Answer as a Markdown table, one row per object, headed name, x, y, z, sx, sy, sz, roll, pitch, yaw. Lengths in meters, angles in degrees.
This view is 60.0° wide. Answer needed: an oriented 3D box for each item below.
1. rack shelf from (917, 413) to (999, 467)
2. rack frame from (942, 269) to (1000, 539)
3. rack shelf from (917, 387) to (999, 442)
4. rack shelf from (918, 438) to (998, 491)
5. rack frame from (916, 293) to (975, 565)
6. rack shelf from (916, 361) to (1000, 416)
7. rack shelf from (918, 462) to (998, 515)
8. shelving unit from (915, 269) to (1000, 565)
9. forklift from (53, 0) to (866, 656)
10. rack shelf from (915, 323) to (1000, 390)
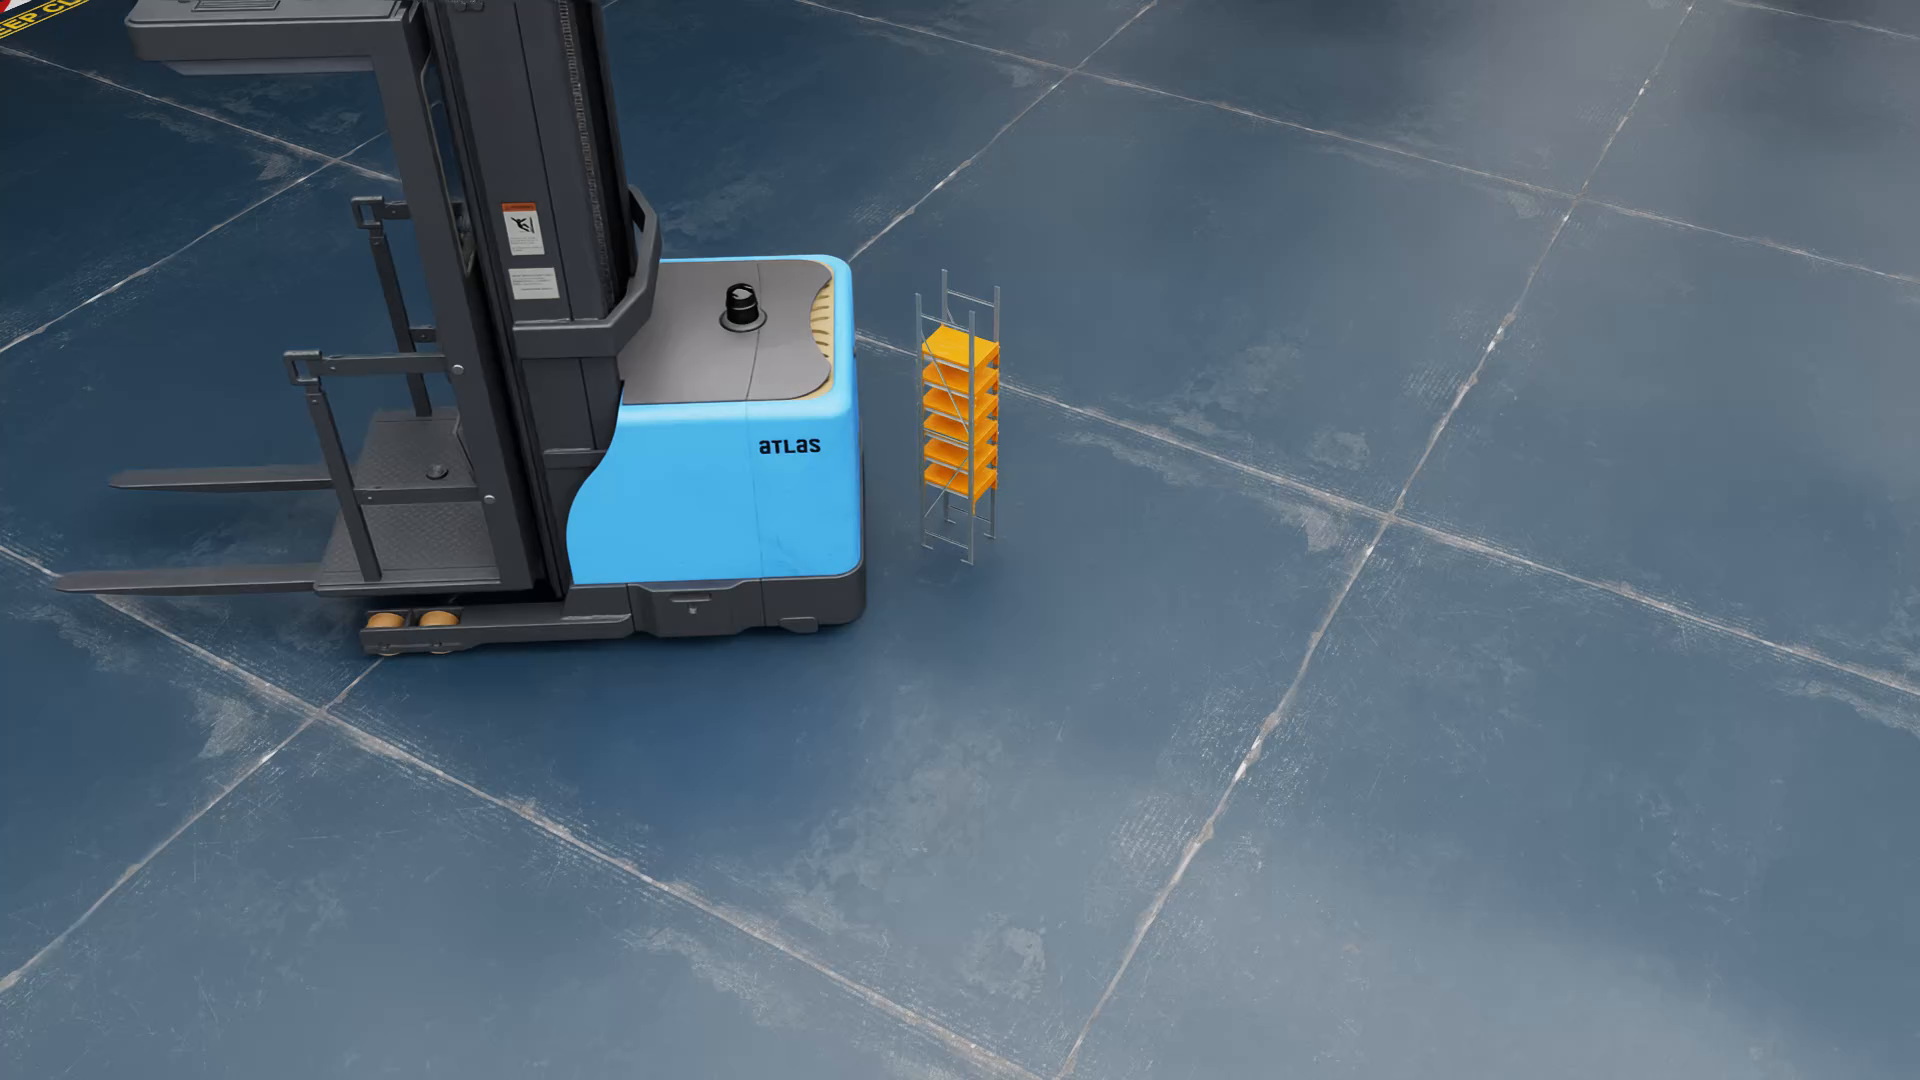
| name | x | y | z | sx | sy | sz | roll | pitch | yaw |
| --- | --- | --- | --- | --- | --- | --- | --- | --- | --- |
| rack shelf | -0.007 | -0.409 | 6.373 | 0.258 | 0.103 | 0.180 | 21 | 45 | 22 |
| rack frame | 0.039 | -0.494 | 6.404 | 0.240 | 1.200 | 0.006 | 21 | 45 | 22 |
| rack shelf | -0.007 | -0.499 | 6.294 | 0.258 | 0.103 | 0.180 | 21 | 45 | 22 |
| rack shelf | -0.007 | -0.319 | 6.453 | 0.258 | 0.103 | 0.180 | 21 | 45 | 22 |
| rack frame | -0.053 | -0.390 | 6.285 | 0.240 | 1.200 | 0.006 | 21 | 45 | 22 |
| rack shelf | -0.007 | -0.589 | 6.215 | 0.258 | 0.103 | 0.180 | 21 | 45 | 22 |
| rack shelf | -0.007 | -0.229 | 6.532 | 0.258 | 0.103 | 0.180 | 21 | 45 | 22 |
| shelving unit | -0.007 | -0.442 | 6.344 | 0.258 | 1.200 | 0.189 | 21 | 45 | 22 |
| forklift | -1.894 | -1.026 | 5.697 | 3.031 | 2.935 | 1.130 | -2 | 41 | -2 |
| rack shelf | -0.007 | -0.679 | 6.135 | 0.258 | 0.103 | 0.180 | 21 | 45 | 22 |
